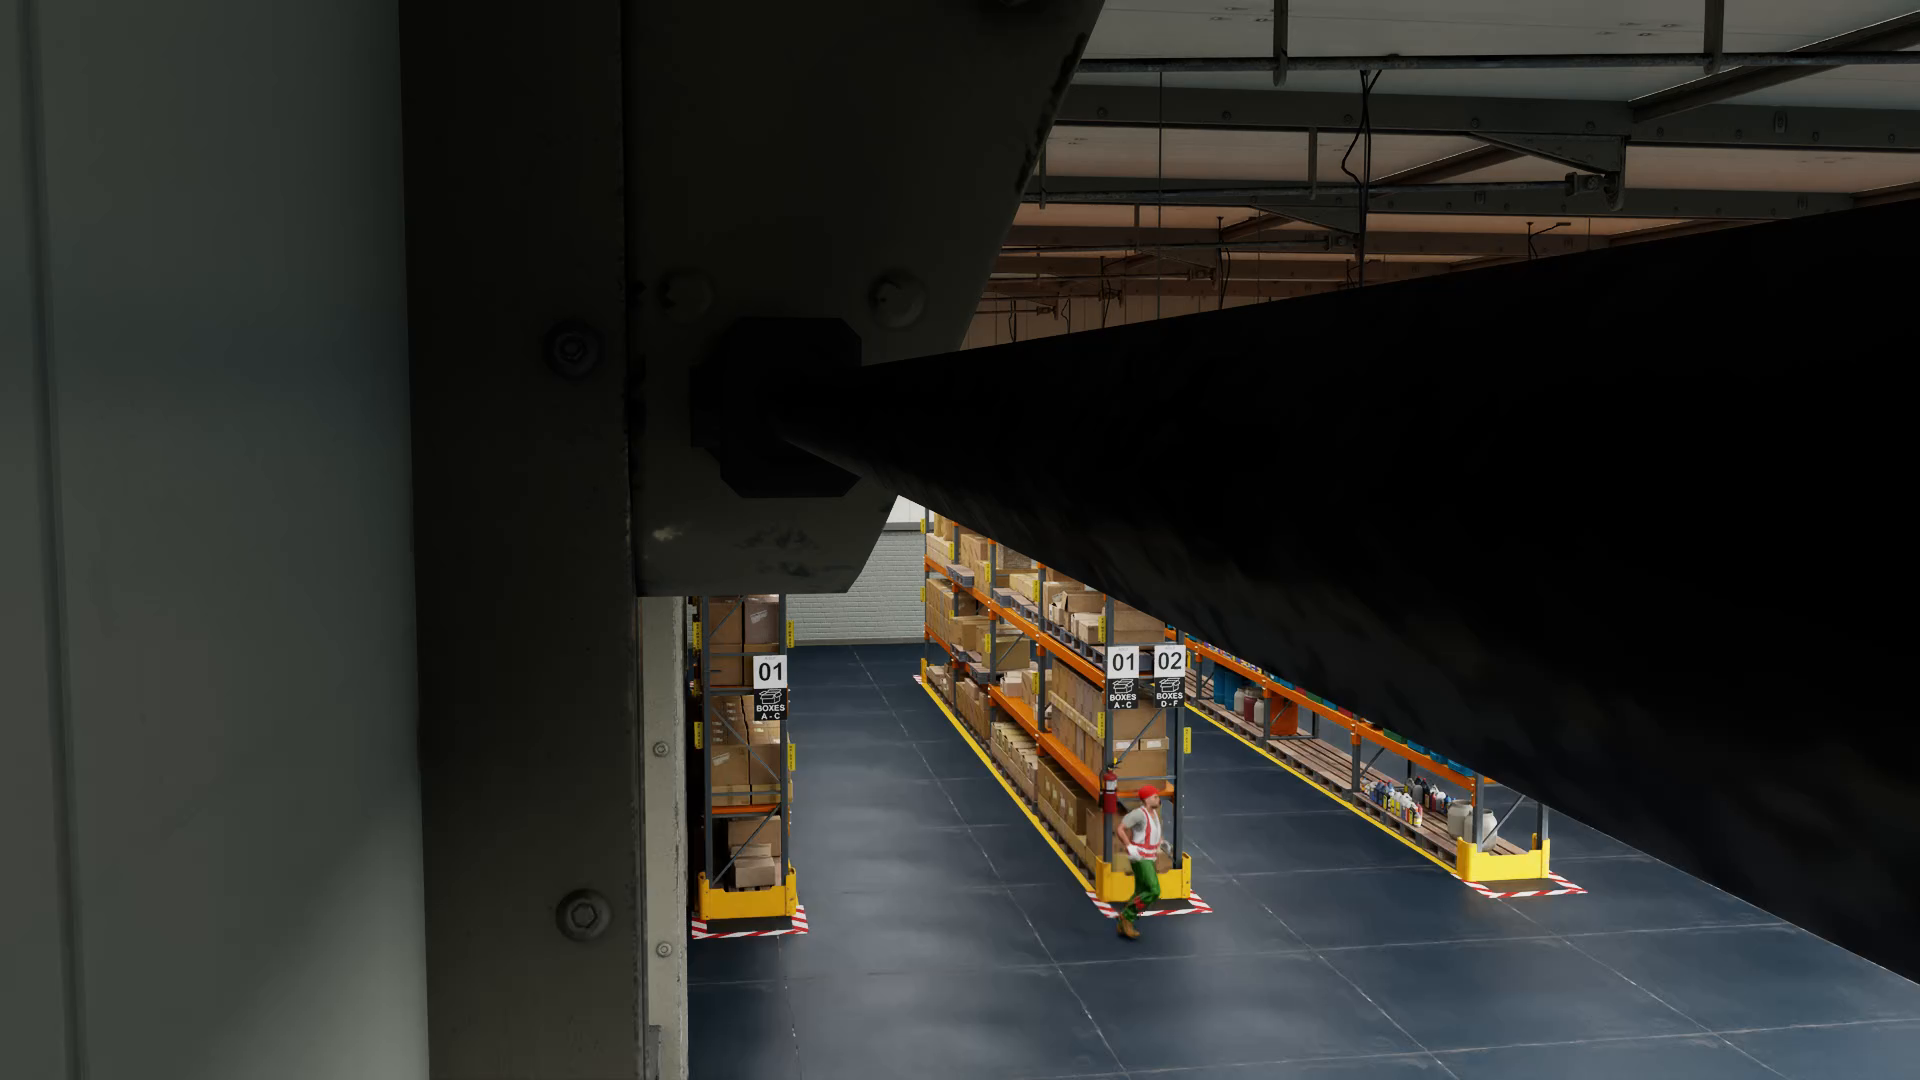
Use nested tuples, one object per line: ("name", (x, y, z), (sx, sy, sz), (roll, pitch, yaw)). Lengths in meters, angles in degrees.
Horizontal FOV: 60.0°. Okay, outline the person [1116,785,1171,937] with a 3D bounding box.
("person", (2.180, 3.743, 19.478), (0.583, 1.737, 0.698), (2, 6, 26))
